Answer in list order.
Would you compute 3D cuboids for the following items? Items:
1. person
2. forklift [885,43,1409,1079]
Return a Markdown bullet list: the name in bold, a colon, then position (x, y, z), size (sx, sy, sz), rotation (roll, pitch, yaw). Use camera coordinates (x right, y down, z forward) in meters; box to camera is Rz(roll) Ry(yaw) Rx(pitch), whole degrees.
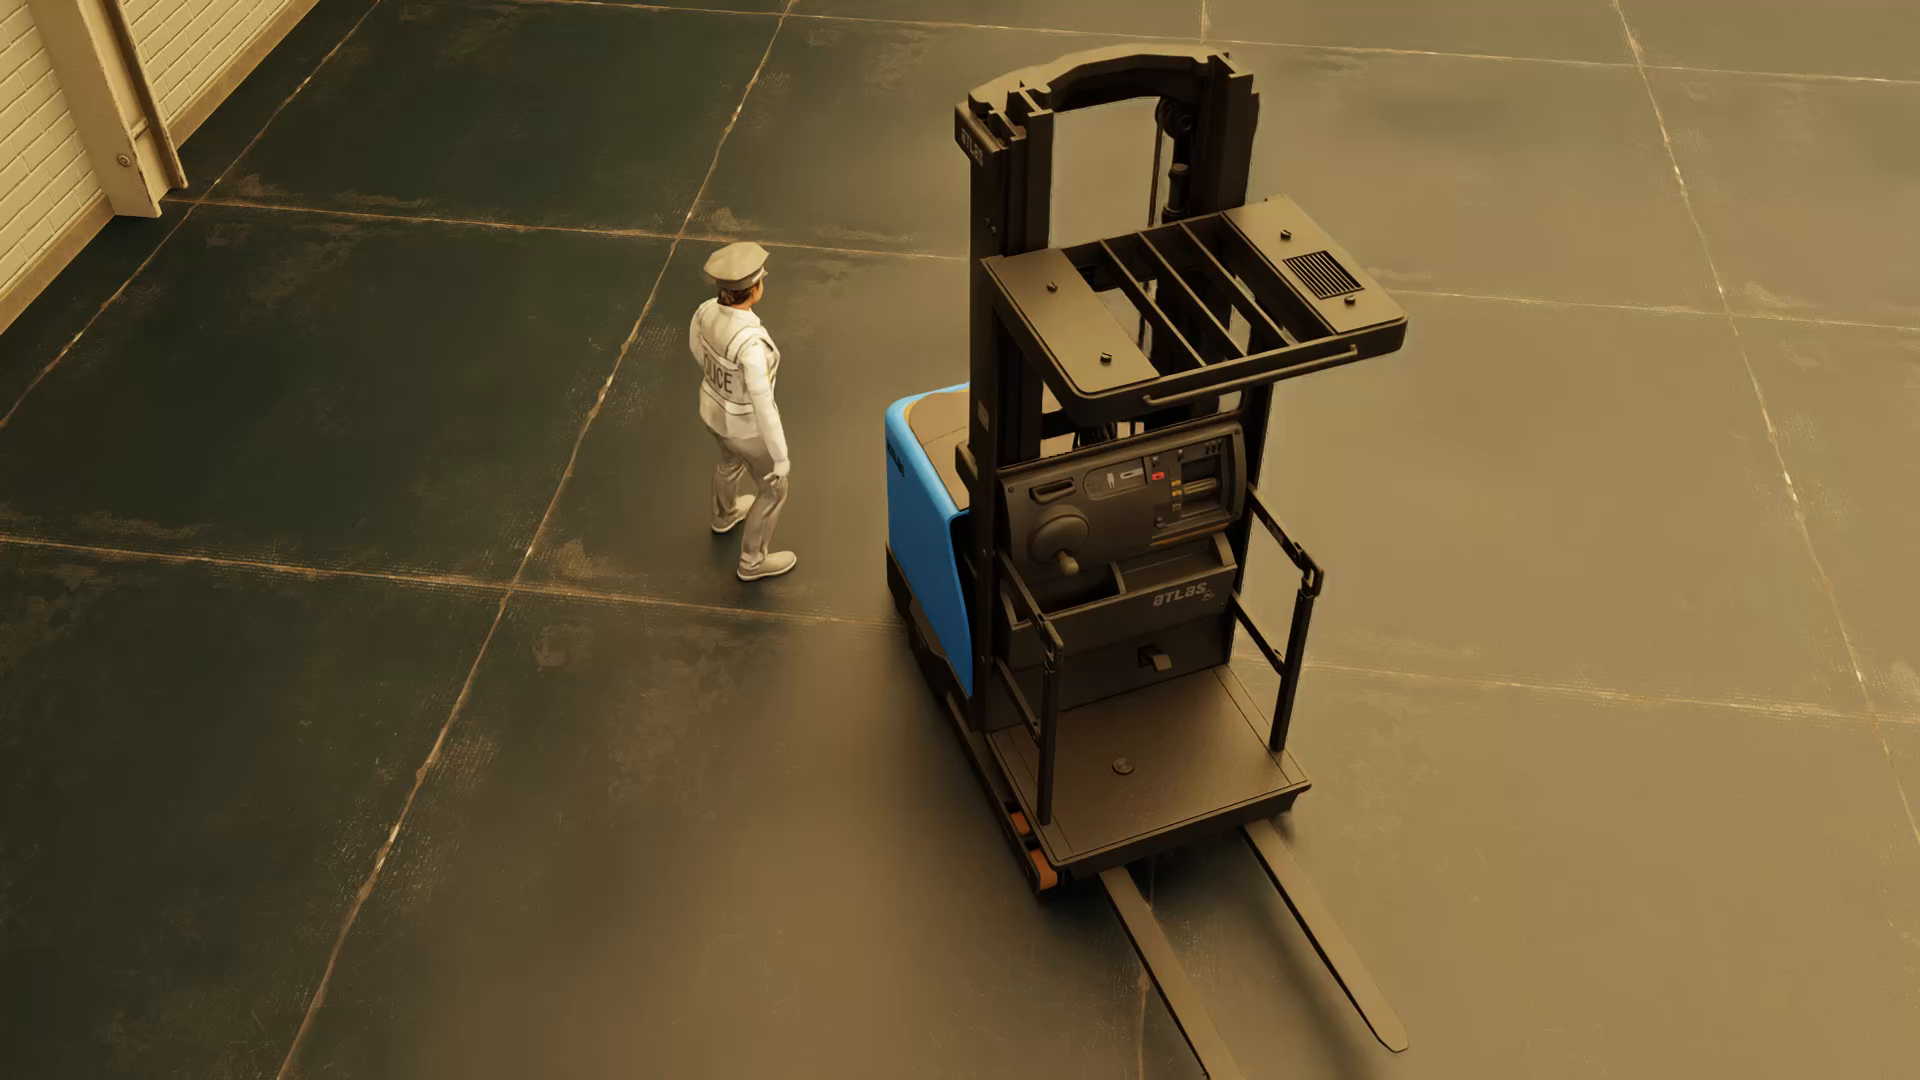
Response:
- **person**: position (-0.942, -0.545, 7.275), size (0.376, 1.642, 0.713), rotation (-29, 50, -28)
- **forklift**: position (0.676, -0.056, 5.785), size (1.130, 2.935, 3.031), rotation (-15, 45, -15)
